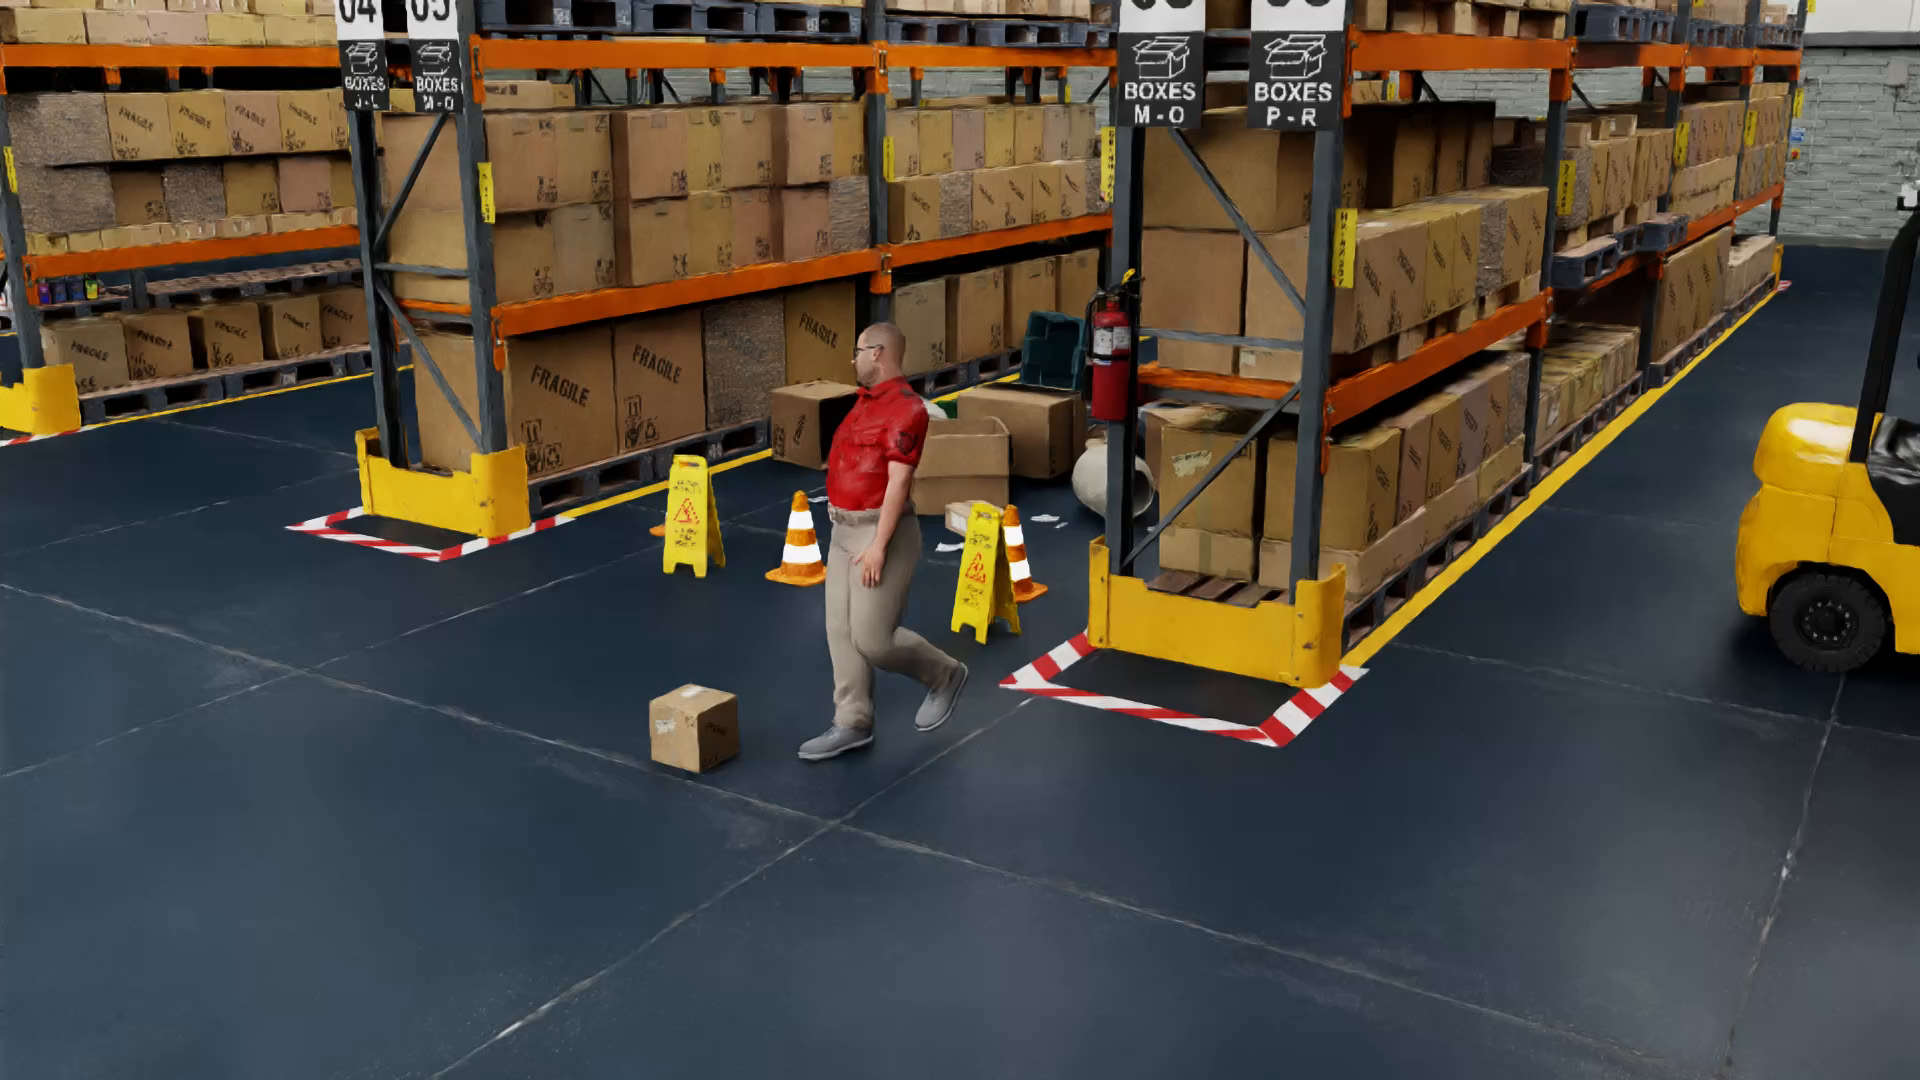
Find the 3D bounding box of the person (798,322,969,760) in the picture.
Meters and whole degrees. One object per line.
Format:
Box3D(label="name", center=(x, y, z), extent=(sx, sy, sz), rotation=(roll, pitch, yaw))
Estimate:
Box3D(label="person", center=(-0.353, 0.003, 6.604), extent=(0.707, 1.707, 0.562), rotation=(-9, 19, -29))
